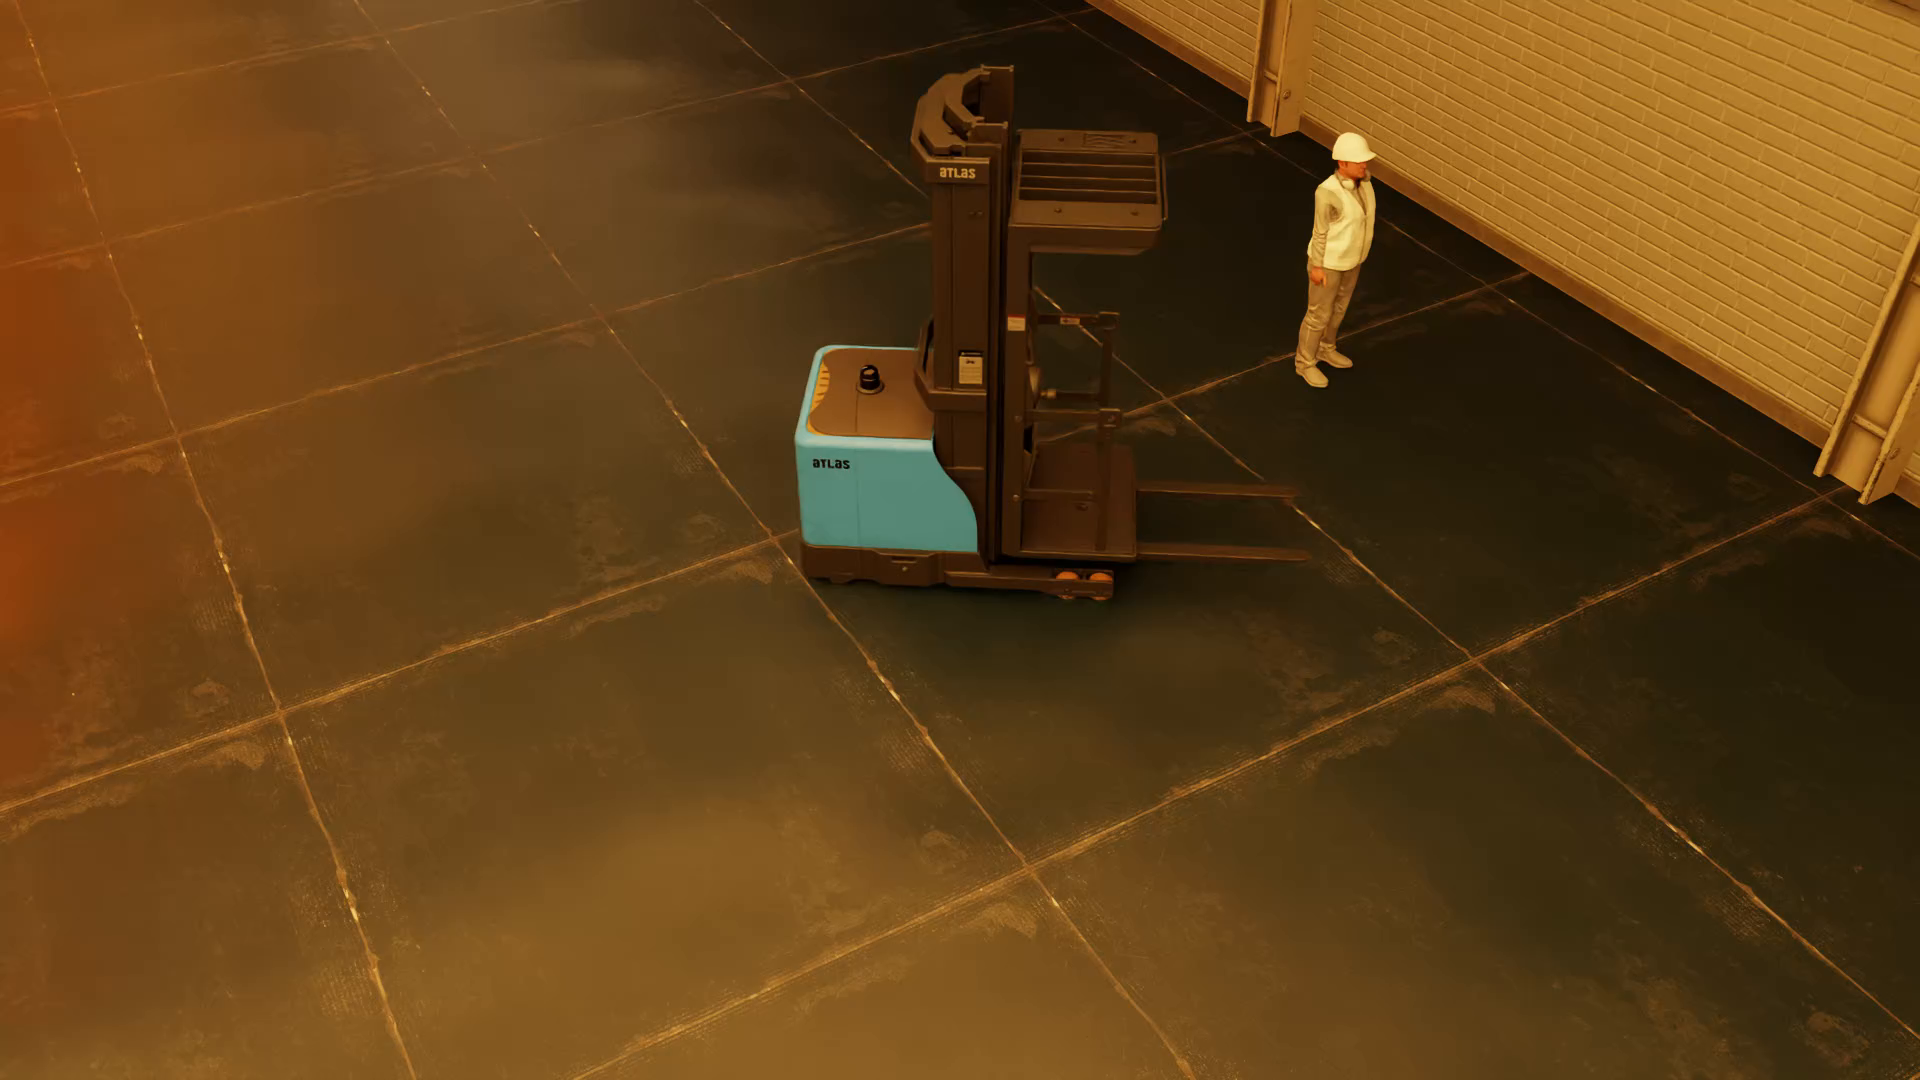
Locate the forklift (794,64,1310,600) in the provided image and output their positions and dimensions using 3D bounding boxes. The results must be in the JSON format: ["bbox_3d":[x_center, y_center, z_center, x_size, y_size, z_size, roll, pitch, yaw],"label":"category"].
[{"bbox_3d":[0.587,-1.122,9.389,3.031,2.935,1.130,2,40,3],"label":"forklift"}]

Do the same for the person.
[{"bbox_3d":[2.564,-1.911,11.249,0.368,1.777,0.526,31,49,32],"label":"person"}]
